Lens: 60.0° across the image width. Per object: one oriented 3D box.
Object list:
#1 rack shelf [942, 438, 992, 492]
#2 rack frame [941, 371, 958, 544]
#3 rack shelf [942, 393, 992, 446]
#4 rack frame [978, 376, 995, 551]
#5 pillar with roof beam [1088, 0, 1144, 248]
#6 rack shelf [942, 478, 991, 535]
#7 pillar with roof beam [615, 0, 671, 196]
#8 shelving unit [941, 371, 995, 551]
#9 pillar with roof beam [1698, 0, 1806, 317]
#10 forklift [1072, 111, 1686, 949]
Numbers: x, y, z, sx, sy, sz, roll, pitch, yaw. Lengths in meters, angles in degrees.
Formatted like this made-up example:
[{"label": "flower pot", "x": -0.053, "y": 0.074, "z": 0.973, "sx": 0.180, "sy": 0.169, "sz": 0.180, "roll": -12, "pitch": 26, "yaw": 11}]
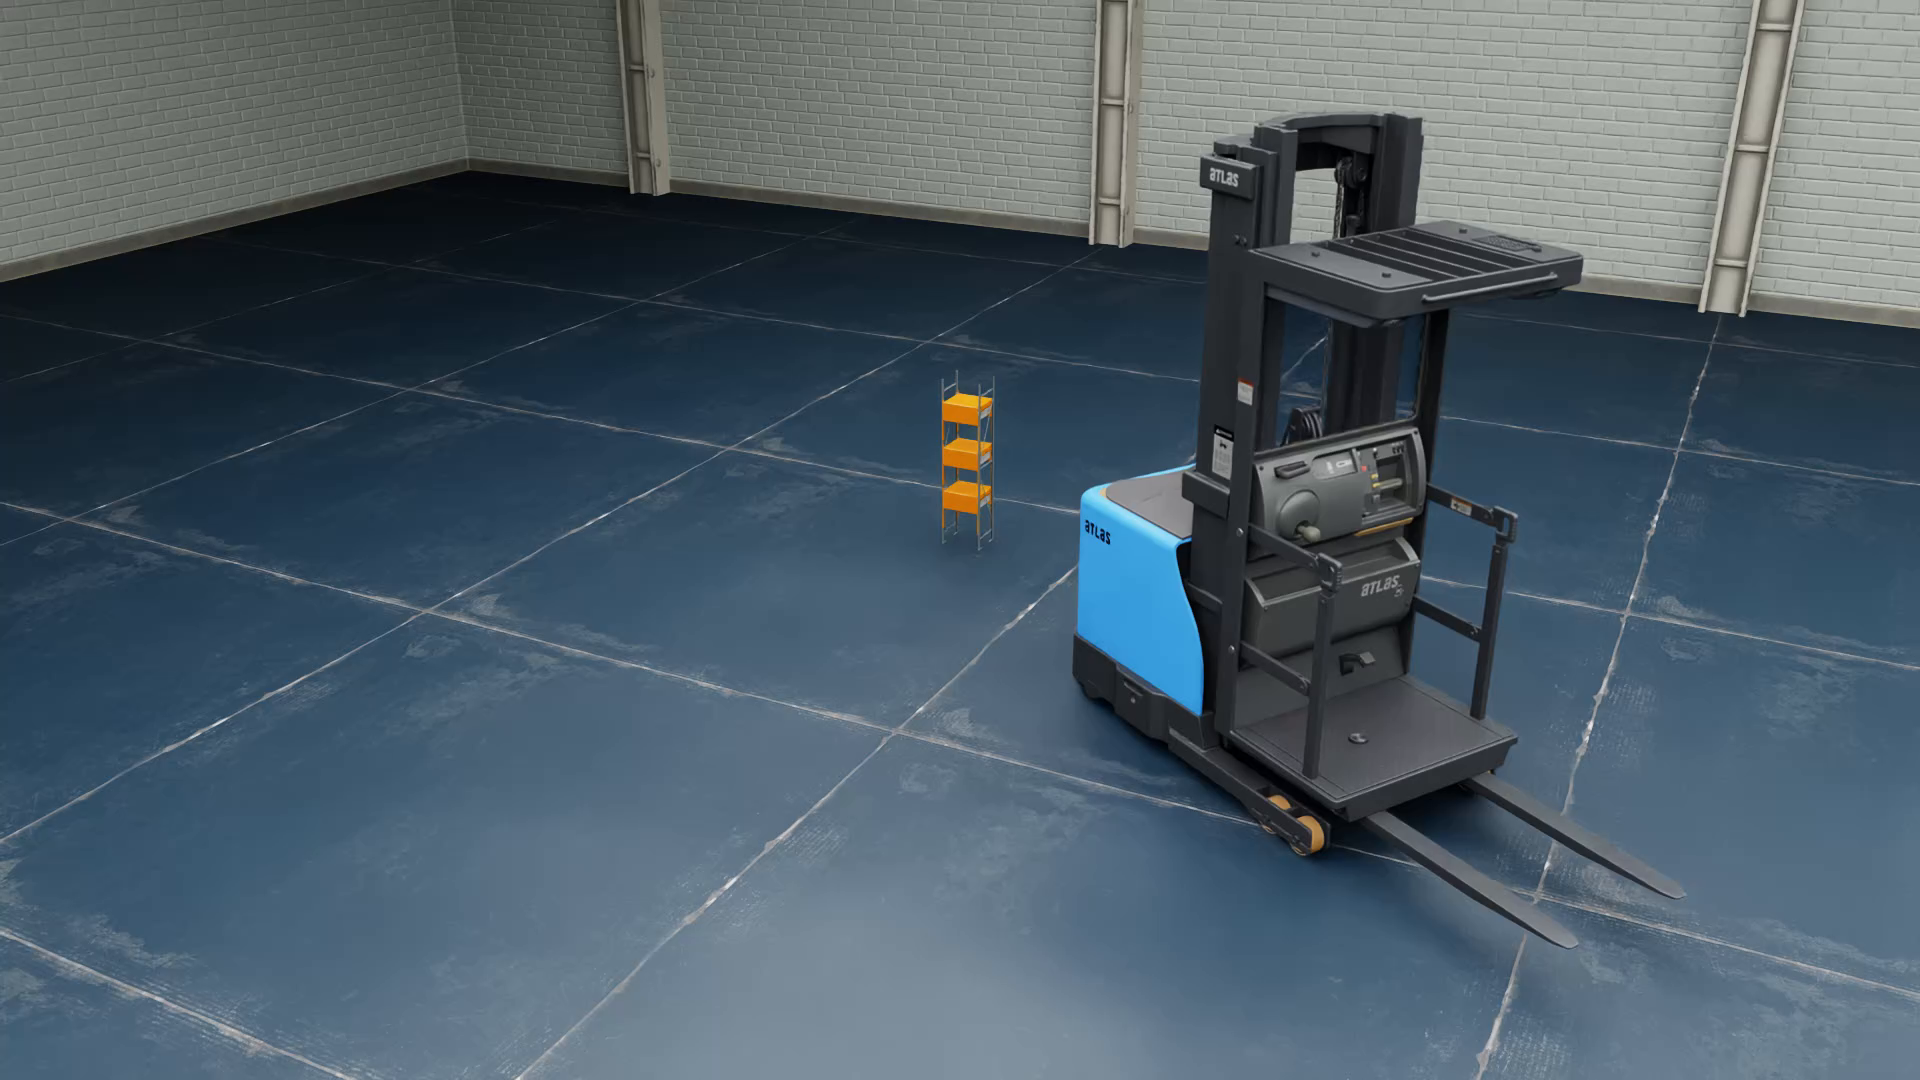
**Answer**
[{"label": "rack shelf", "x": 0.048, "y": -0.464, "z": 10.026, "sx": 0.240, "sy": 0.259, "sz": 0.215, "roll": 11, "pitch": 25, "yaw": 25}, {"label": "rack frame", "x": -0.061, "y": -0.495, "z": 10.073, "sx": 0.008, "sy": 1.050, "sz": 0.200, "roll": 11, "pitch": 25, "yaw": 25}, {"label": "rack shelf", "x": 0.048, "y": -0.725, "z": 9.915, "sx": 0.240, "sy": 0.259, "sz": 0.215, "roll": 11, "pitch": 25, "yaw": 25}, {"label": "rack frame", "x": 0.157, "y": -0.452, "z": 9.972, "sx": 0.008, "sy": 1.050, "sz": 0.200, "roll": 11, "pitch": 25, "yaw": 25}, {"label": "pillar with roof beam", "x": -0.336, "y": -5.793, "z": 12.373, "sx": 0.400, "sy": 9.000, "sz": 9.100, "roll": 11, "pitch": 25, "yaw": 25}, {"label": "rack shelf", "x": 0.048, "y": -0.208, "z": 10.135, "sx": 0.240, "sy": 0.259, "sz": 0.215, "roll": 11, "pitch": 25, "yaw": 25}, {"label": "pillar with roof beam", "x": -5.691, "y": -6.852, "z": 14.865, "sx": 0.400, "sy": 9.000, "sz": 9.100, "roll": 11, "pitch": 25, "yaw": 25}, {"label": "shelving unit", "x": 0.048, "y": -0.474, "z": 10.022, "sx": 0.252, "sy": 1.050, "sz": 0.215, "roll": 11, "pitch": 25, "yaw": 25}, {"label": "pillar with roof beam", "x": 5.018, "y": -4.734, "z": 9.882, "sx": 0.400, "sy": 9.000, "sz": 9.100, "roll": 11, "pitch": 25, "yaw": 25}, {"label": "forklift", "x": 1.758, "y": -0.211, "z": 7.002, "sx": 1.130, "sy": 2.935, "sz": 3.031, "roll": -13, "pitch": 26, "yaw": -28}]
